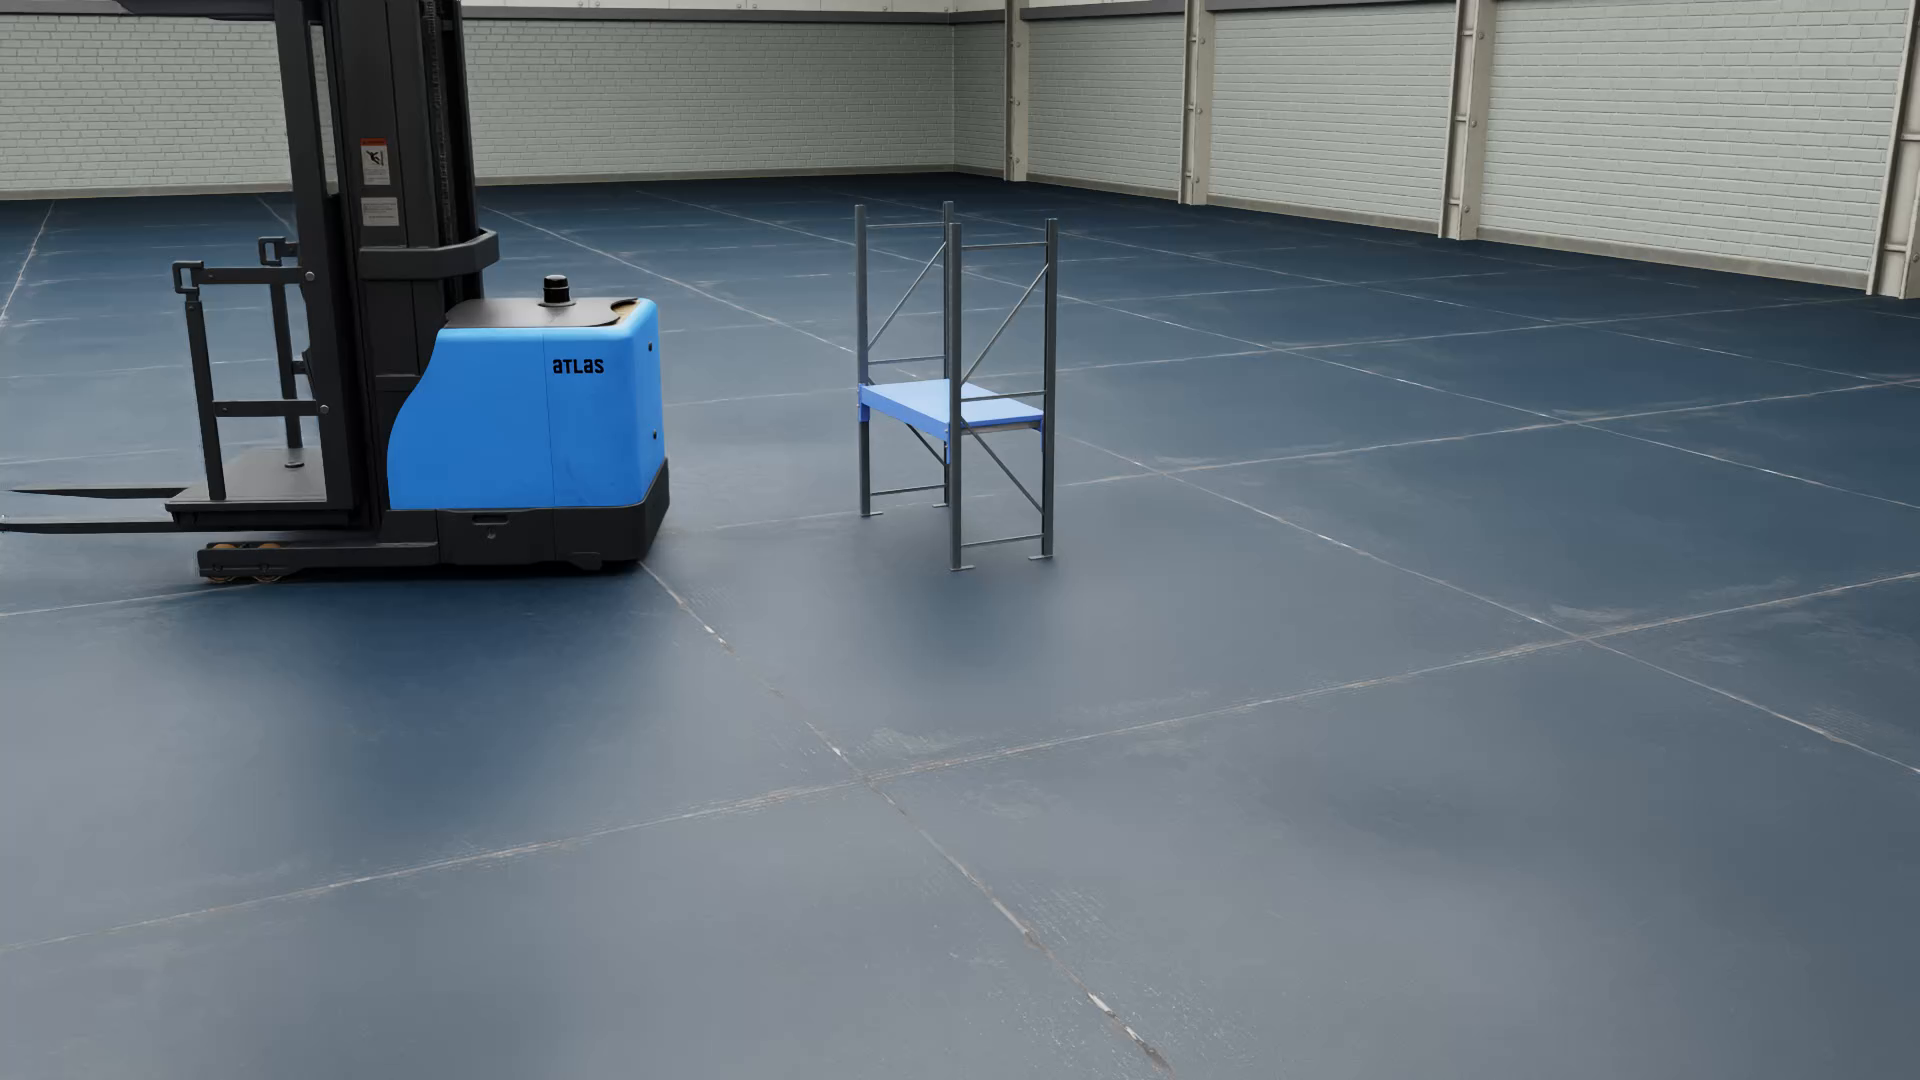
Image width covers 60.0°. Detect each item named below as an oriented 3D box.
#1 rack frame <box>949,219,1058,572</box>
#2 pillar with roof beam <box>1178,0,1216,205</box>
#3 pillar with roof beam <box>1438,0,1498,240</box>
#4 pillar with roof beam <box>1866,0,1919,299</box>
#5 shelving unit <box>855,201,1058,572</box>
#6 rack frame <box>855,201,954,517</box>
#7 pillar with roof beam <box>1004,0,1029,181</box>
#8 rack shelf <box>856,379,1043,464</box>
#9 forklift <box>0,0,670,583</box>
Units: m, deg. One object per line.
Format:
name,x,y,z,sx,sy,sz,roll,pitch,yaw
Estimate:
rack frame,0.185,-0.616,7.178,0.500,1.500,0.032,-8,18,-25
pillar with roof beam,-0.190,-9.117,23.206,9.100,9.000,0.400,-8,18,-25
pillar with roof beam,2.439,-7.629,18.022,9.100,9.000,0.400,-8,18,-25
pillar with roof beam,5.067,-6.141,12.837,9.100,9.000,0.400,-8,18,-25
shelving unit,-0.037,-0.742,7.617,0.538,1.500,1.048,-8,18,-25
rack frame,-0.260,-0.868,8.057,0.500,1.500,0.032,-8,18,-25
pillar with roof beam,-2.818,-10.605,28.390,9.100,9.000,0.400,-8,18,-25
rack shelf,-0.037,-0.569,7.667,0.538,0.185,1.000,-8,18,-25
forklift,-2.903,-1.374,7.225,3.031,2.935,1.130,-1,16,-3
